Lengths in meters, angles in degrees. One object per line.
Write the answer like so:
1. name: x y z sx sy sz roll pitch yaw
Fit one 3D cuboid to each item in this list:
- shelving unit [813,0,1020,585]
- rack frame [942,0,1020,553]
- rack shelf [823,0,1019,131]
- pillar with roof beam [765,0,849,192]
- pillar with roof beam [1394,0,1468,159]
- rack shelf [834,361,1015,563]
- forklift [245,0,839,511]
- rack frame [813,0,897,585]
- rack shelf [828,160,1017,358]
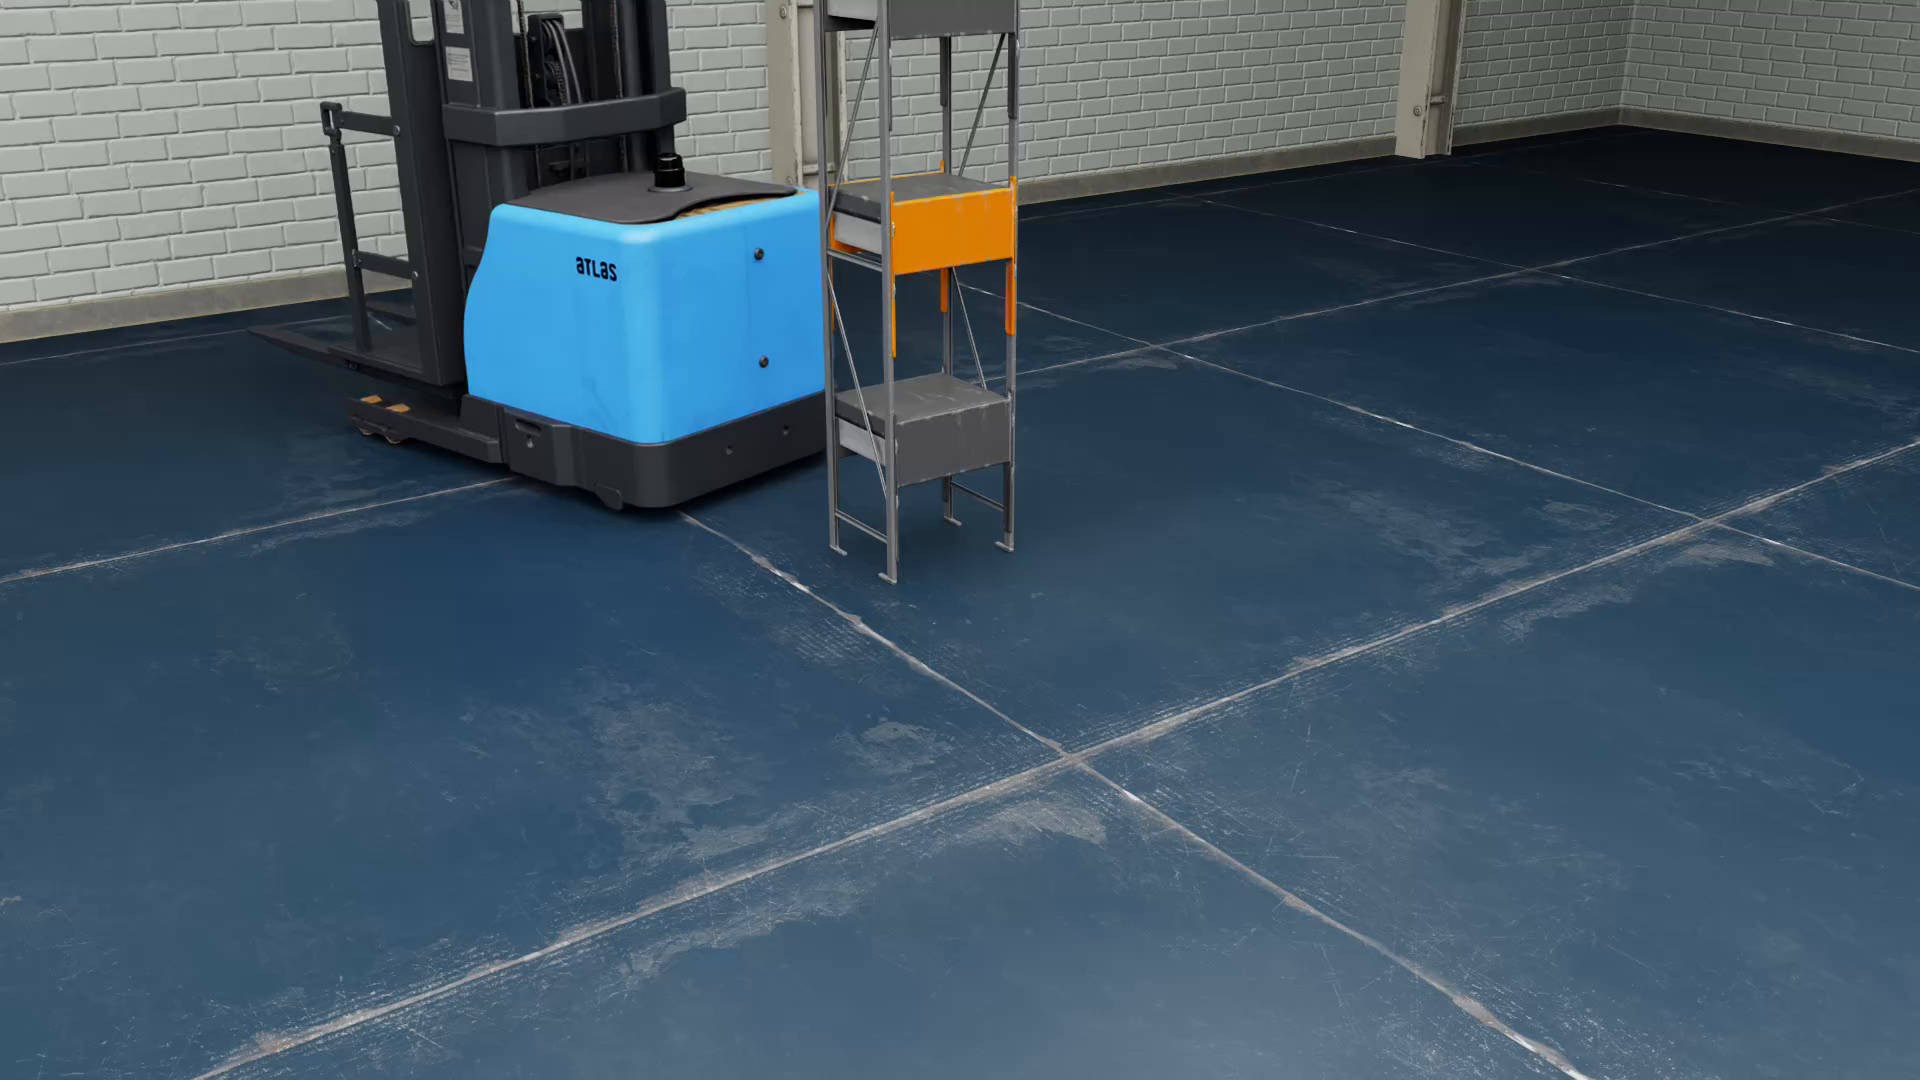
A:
1. shelving unit: -0.134 -0.939 5.417 0.503 2.100 0.431 -15 26 -33
2. rack frame: 0.064 -0.992 5.550 0.015 2.100 0.400 -15 26 -33
3. rack shelf: -0.134 -1.577 5.163 0.480 0.518 0.431 -15 26 -33
4. pillar with roof beam: 1.554 -4.854 5.918 0.400 9.000 9.100 -15 26 -33
5. pillar with roof beam: 6.424 -6.152 9.173 0.400 9.000 9.100 -15 26 -33
6. rack shelf: -0.134 -0.277 5.682 0.480 0.518 0.431 -15 26 -33
7. forklift: -1.952 -1.893 6.686 3.031 2.935 1.130 16 27 35
8. rack frame: -0.332 -0.887 5.285 0.015 2.100 0.400 -15 26 -33
9. rack shelf: -0.134 -0.927 5.423 0.480 0.518 0.431 -15 26 -33
